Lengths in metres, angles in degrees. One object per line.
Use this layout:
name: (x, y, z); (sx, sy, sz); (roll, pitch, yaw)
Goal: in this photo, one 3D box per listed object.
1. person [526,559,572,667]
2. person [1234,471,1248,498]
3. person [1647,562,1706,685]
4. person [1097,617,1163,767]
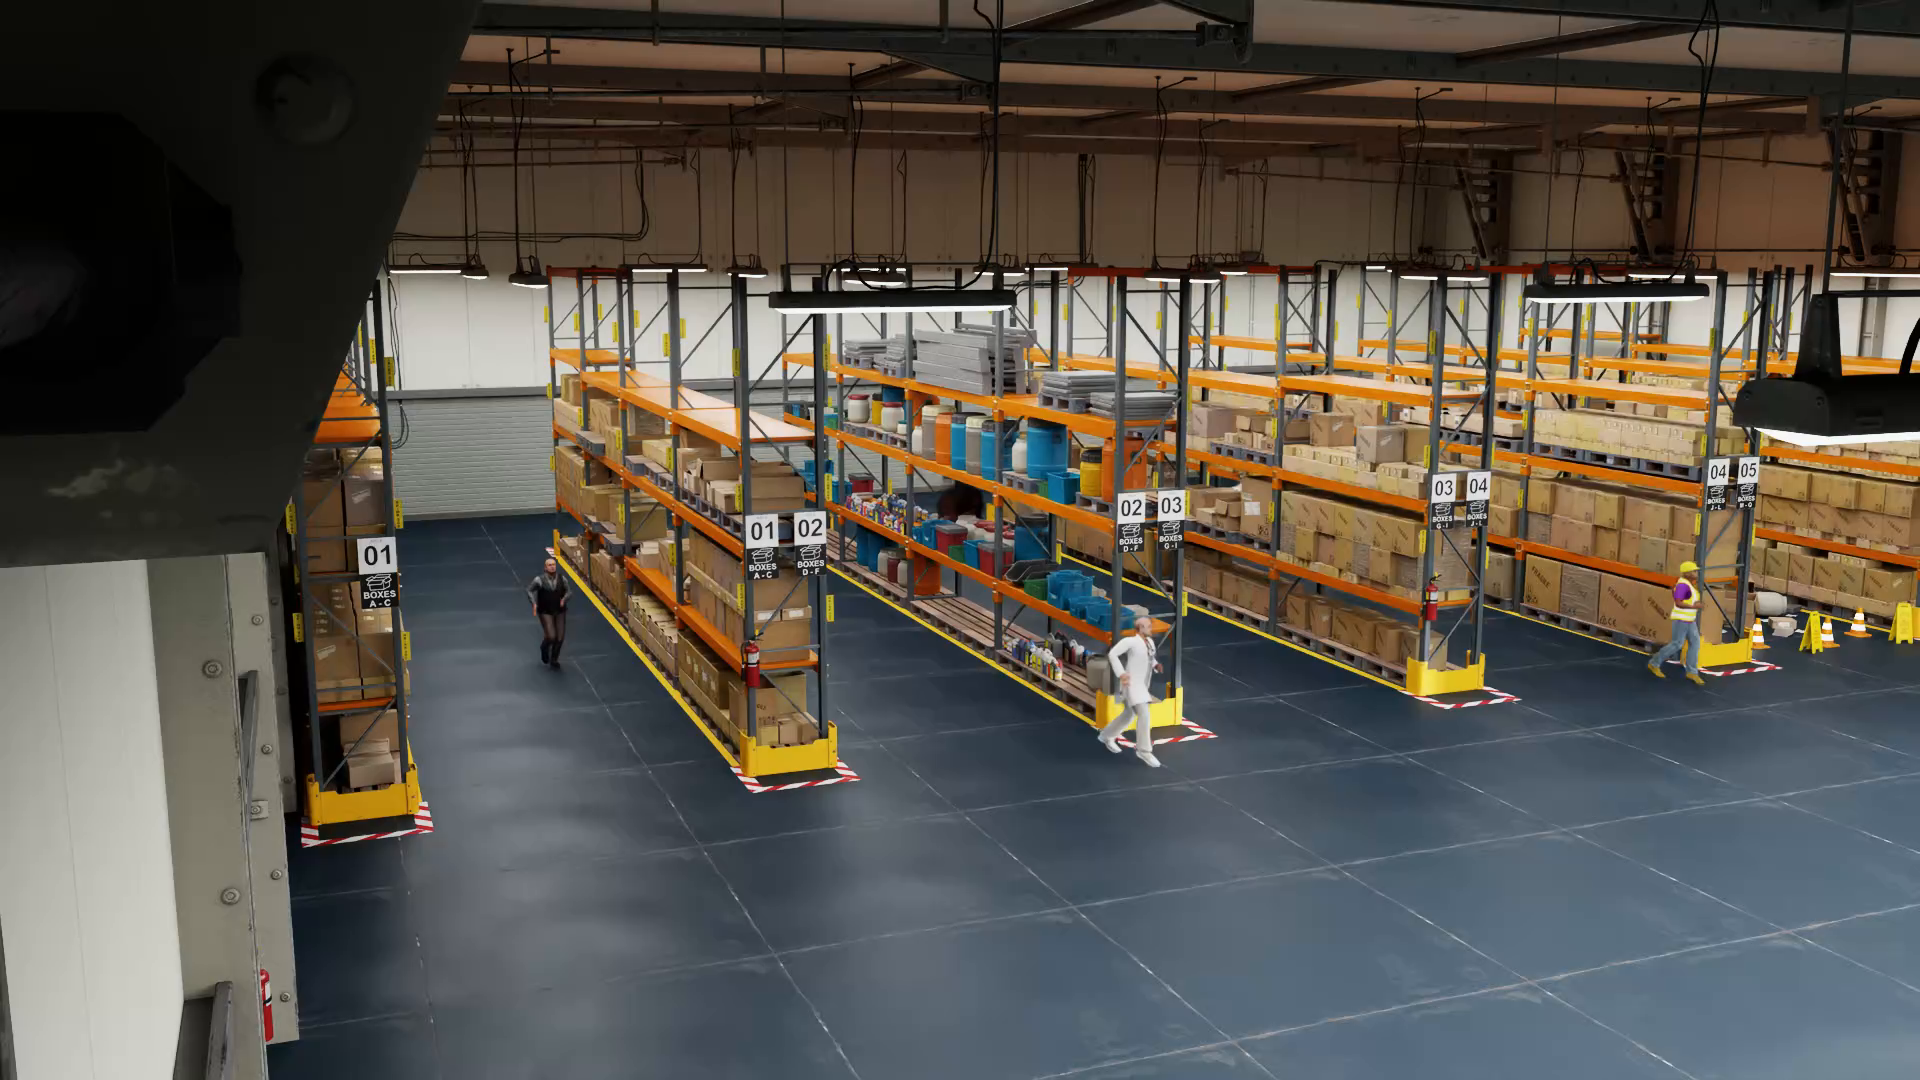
person: (-6.198, 1.127, 25.303); (0.644, 1.677, 0.591); (-6, 11, -30)
person: (6.053, -0.617, 35.393); (0.616, 1.716, 0.683); (-3, 10, -17)
person: (10.681, 1.211, 24.620); (0.828, 1.812, 0.722); (7, 12, 35)
person: (2.229, 1.858, 20.945); (0.963, 1.789, 0.717); (6, 12, 32)
